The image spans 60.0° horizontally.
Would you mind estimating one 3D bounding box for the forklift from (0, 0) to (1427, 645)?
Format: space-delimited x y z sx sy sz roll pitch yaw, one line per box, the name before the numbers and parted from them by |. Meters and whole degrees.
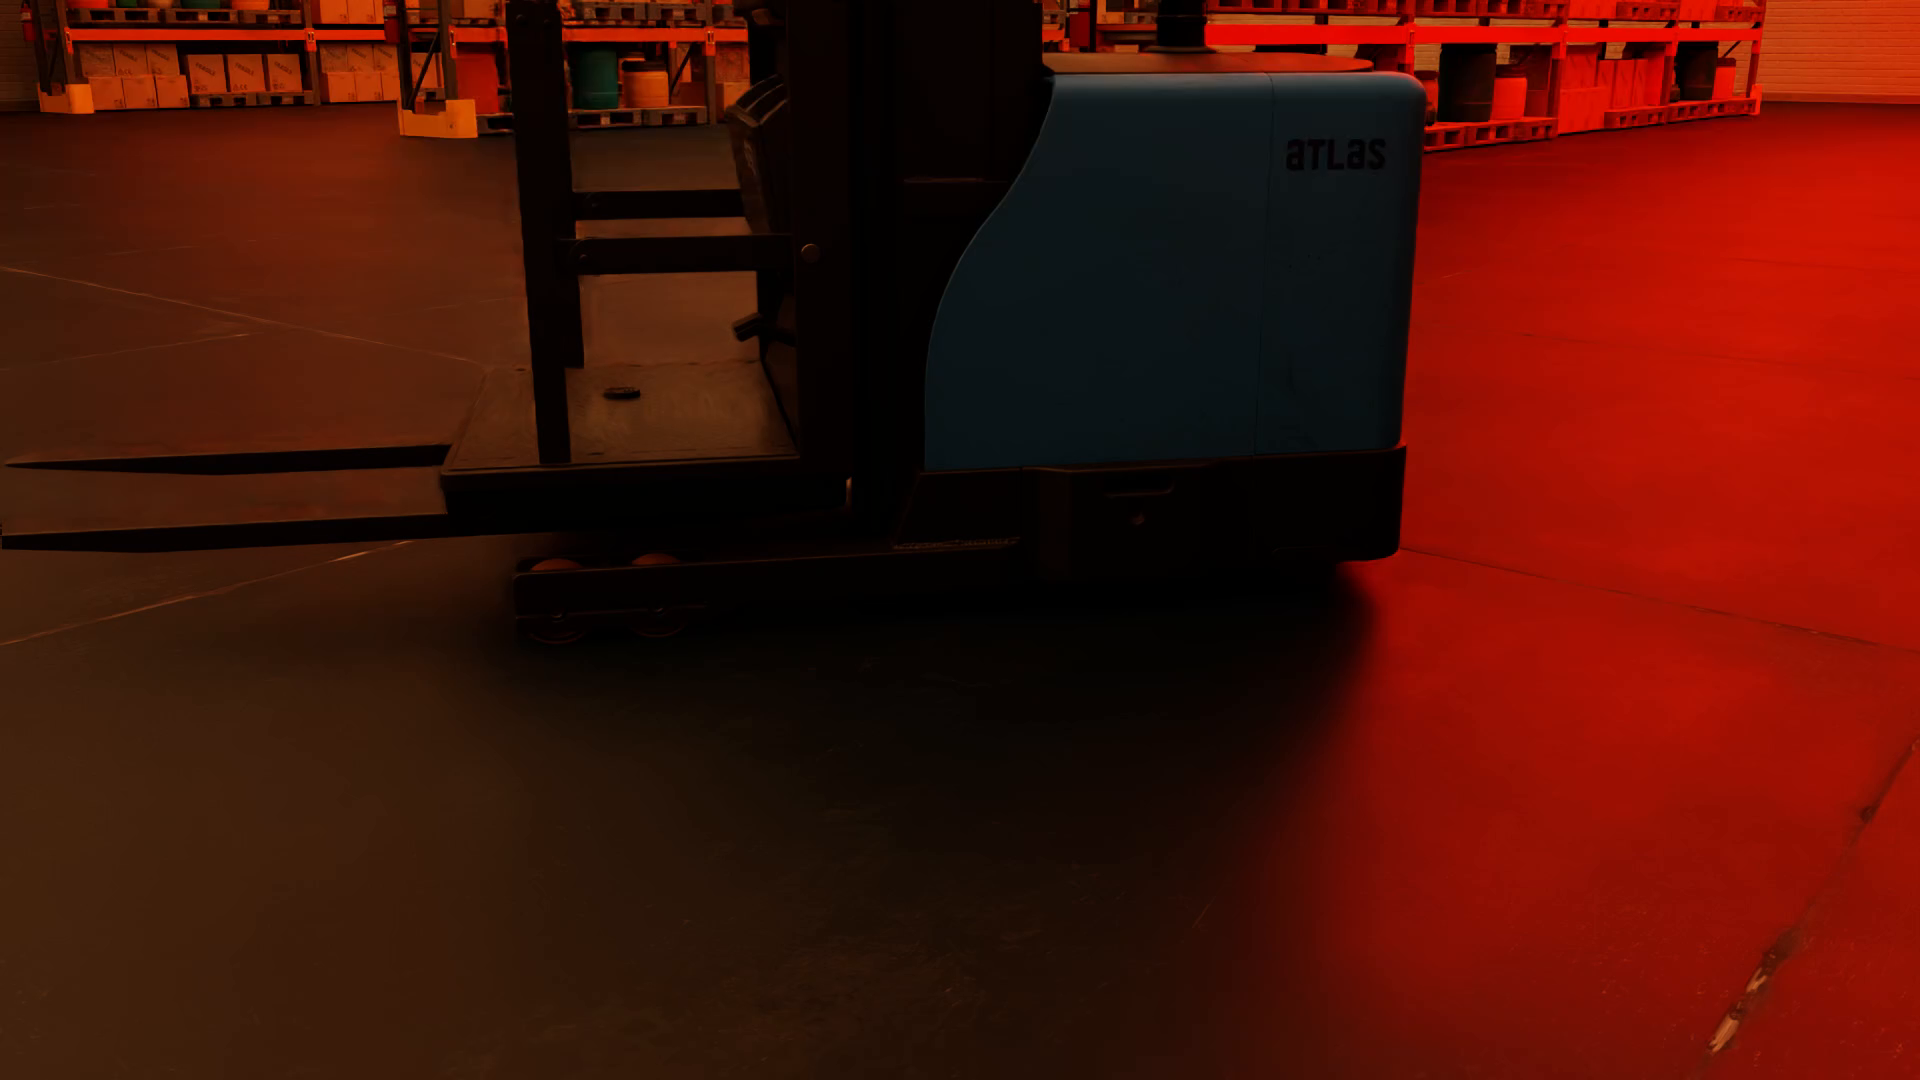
forklift | -0.610 -1.363 3.387 3.031 2.935 1.130 -3 17 -10
